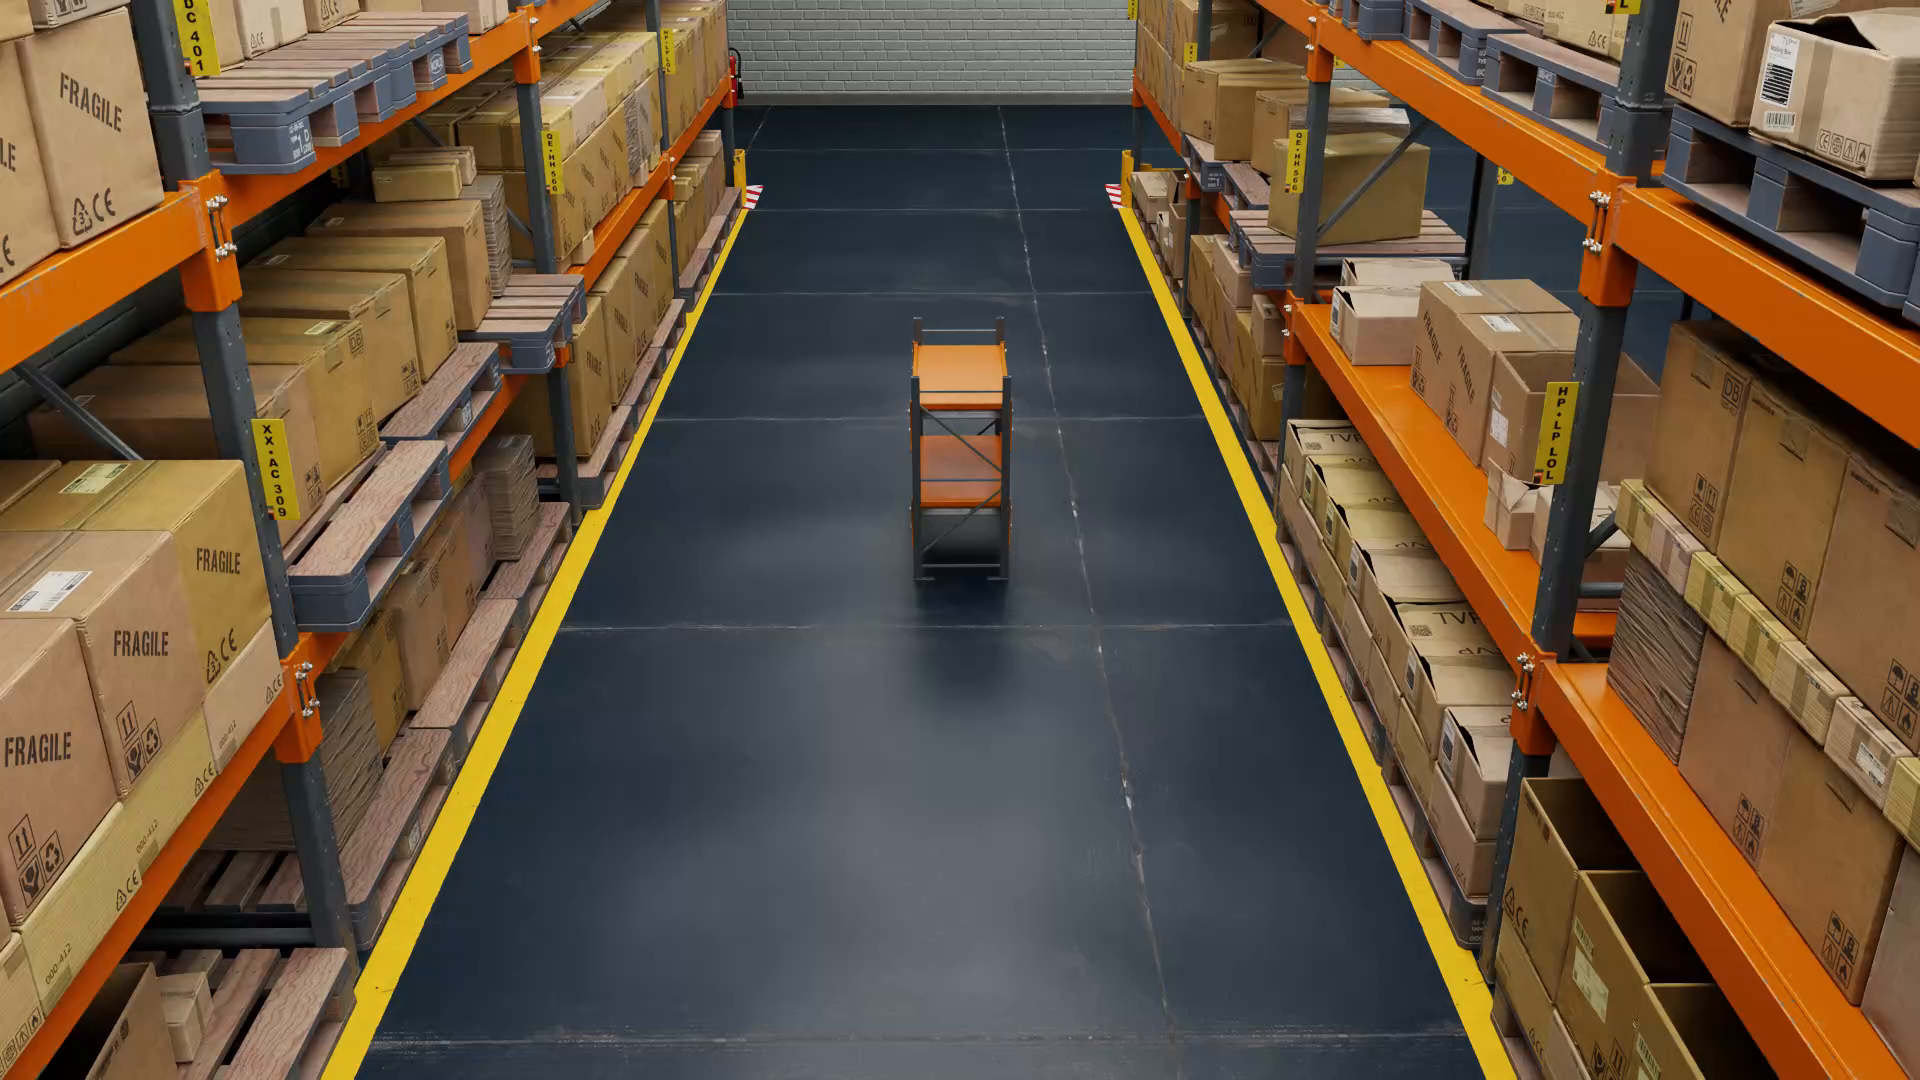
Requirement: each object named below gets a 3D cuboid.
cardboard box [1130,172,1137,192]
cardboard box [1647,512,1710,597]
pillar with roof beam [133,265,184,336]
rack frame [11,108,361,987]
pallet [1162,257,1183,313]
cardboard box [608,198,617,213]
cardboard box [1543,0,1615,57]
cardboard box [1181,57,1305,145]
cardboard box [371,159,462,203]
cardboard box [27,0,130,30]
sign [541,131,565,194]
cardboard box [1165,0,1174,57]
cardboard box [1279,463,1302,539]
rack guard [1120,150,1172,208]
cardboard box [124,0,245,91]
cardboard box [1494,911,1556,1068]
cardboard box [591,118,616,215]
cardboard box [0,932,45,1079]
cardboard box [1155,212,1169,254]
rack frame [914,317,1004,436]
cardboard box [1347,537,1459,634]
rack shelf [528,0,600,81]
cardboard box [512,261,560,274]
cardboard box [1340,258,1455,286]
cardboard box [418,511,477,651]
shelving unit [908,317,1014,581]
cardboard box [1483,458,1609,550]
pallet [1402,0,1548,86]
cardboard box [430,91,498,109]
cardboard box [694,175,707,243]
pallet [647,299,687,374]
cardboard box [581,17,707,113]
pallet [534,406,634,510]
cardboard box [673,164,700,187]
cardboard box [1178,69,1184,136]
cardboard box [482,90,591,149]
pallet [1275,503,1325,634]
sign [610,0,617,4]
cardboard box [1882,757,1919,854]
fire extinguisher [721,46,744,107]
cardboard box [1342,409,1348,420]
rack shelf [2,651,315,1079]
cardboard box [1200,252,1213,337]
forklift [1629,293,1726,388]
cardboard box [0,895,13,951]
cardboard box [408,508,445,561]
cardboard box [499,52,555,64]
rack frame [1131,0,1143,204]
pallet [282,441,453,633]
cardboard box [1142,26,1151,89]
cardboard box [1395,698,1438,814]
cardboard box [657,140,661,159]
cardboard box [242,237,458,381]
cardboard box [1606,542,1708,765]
[{"bbox_3d":[1.870,-3.507,16.290,0.380,0.149,0.250,0,24,-1],"label":"cardboard box"},{"bbox_3d":[2.152,0.039,4.615,0.380,0.149,0.250,0,24,0],"label":"cardboard box"},{"bbox_3d":[0.797,-3.673,6.450,9.100,9.000,0.400,0,24,-1],"label":"pillar with roof beam"},{"bbox_3d":[-2.614,0.189,5.192,1.000,3.000,0.127,0,24,-1],"label":"rack frame"},{"bbox_3d":[2.246,-2.144,13.734,1.003,0.211,1.213,0,24,-1],"label":"pallet"},{"bbox_3d":[-2.453,-2.231,10.824,0.380,0.149,0.250,0,24,1],"label":"cardboard box"},{"bbox_3d":[2.334,-1.805,5.633,0.500,0.250,0.500,-3,24,-6],"label":"cardboard box"},{"bbox_3d":[2.034,-3.172,11.993,0.700,0.500,0.500,-9,26,-18],"label":"cardboard box"},{"bbox_3d":[-2.605,-1.726,7.985,0.380,0.149,0.250,-4,25,-9],"label":"cardboard box"},{"bbox_3d":[-2.337,-1.483,3.890,0.500,0.500,0.500,-2,24,-5],"label":"cardboard box"},{"bbox_3d":[-2.115,-1.957,8.629,0.100,0.325,0.005,0,24,-1],"label":"sign"},{"bbox_3d":[1.974,-4.259,13.691,0.500,0.500,0.500,0,24,0],"label":"cardboard box"},{"bbox_3d":[2.008,-0.205,8.889,0.500,0.250,0.500,0,24,-1],"label":"cardboard box"},{"bbox_3d":[2.210,-3.609,16.624,1.175,0.500,0.348,0,24,-1],"label":"rack guard"},{"bbox_3d":[-2.540,-1.640,4.966,0.500,0.500,0.500,3,25,7],"label":"cardboard box"},{"bbox_3d":[2.042,1.419,5.300,0.500,0.250,0.500,0,24,-1],"label":"cardboard box"},{"bbox_3d":[-2.407,-2.271,10.125,0.500,0.500,0.500,0,24,-1],"label":"cardboard box"},{"bbox_3d":[-2.281,1.062,3.420,0.500,0.250,0.500,0,24,0],"label":"cardboard box"},{"bbox_3d":[1.954,-2.649,14.197,0.500,0.311,0.500,0,24,-1],"label":"cardboard box"},{"bbox_3d":[-0.006,-0.725,9.488,0.500,1.125,0.032,0,24,-1],"label":"rack frame"},{"bbox_3d":[2.032,0.178,7.362,0.500,0.311,0.500,-1,24,-1],"label":"cardboard box"},{"bbox_3d":[-2.679,-3.322,10.189,1.077,0.370,4.000,0,24,-1],"label":"rack shelf"},{"bbox_3d":[-2.429,-1.491,9.187,0.380,0.149,0.250,-1,24,-1],"label":"cardboard box"},{"bbox_3d":[2.256,-1.293,8.576,0.500,0.311,0.500,1,24,3],"label":"cardboard box"},{"bbox_3d":[-2.674,0.193,7.683,0.700,0.500,0.500,0,24,-1],"label":"cardboard box"},{"bbox_3d":[0.000,-0.515,9.024,0.538,1.125,1.048,0,24,-1],"label":"shelving unit"},{"bbox_3d":[2.147,-0.135,6.072,0.396,0.266,0.258,-1,24,-2],"label":"cardboard box"},{"bbox_3d":[2.408,-2.024,6.674,1.003,0.211,1.213,1,24,2],"label":"pallet"},{"bbox_3d":[-2.924,-2.390,9.479,0.500,0.250,0.500,-1,24,-2],"label":"cardboard box"},{"bbox_3d":[-2.612,-2.887,14.518,0.700,0.500,0.500,0,24,1],"label":"cardboard box"},{"bbox_3d":[-2.617,-1.520,12.354,1.003,0.211,1.213,0,24,-1],"label":"pallet"},{"bbox_3d":[-2.711,-4.069,14.242,0.980,0.700,0.700,-1,24,-3],"label":"cardboard box"},{"bbox_3d":[-2.590,-0.514,10.131,1.003,0.211,1.213,0,24,-1],"label":"pallet"},{"bbox_3d":[-2.434,-3.121,14.248,0.380,0.149,0.250,-1,24,-2],"label":"cardboard box"},{"bbox_3d":[1.990,-3.382,12.966,0.500,0.500,0.500,0,24,0],"label":"cardboard box"},{"bbox_3d":[-2.411,-2.401,9.502,0.500,0.250,0.500,-1,24,-1],"label":"cardboard box"},{"bbox_3d":[2.266,0.127,8.714,1.003,0.211,1.213,0,24,-1],"label":"pallet"},{"bbox_3d":[-3.300,-5.186,15.931,0.100,0.325,0.005,0,24,-1],"label":"sign"},{"bbox_3d":[2.170,0.574,3.433,0.380,0.149,0.250,0,24,-1],"label":"cardboard box"},{"bbox_3d":[-2.285,-4.615,16.360,0.296,0.674,0.183,0,24,-1],"label":"fire extinguisher"},{"bbox_3d":[2.566,-0.949,10.208,0.500,0.500,0.500,-1,24,-2],"label":"cardboard box"},{"bbox_3d":[-2.592,1.341,3.519,1.077,0.370,4.000,0,24,-1],"label":"rack shelf"},{"bbox_3d":[2.031,-1.773,12.029,0.500,0.500,0.500,0,24,0],"label":"cardboard box"},{"bbox_3d":[4.906,-1.780,9.629,1.130,2.935,3.031,1,24,2],"label":"forklift"},{"bbox_3d":[-2.287,0.727,3.250,0.500,0.500,0.500,0,24,1],"label":"cardboard box"},{"bbox_3d":[-2.643,-0.119,7.463,0.500,0.250,0.500,0,24,-1],"label":"cardboard box"},{"bbox_3d":[-2.933,-3.027,10.886,0.500,0.250,0.500,-1,24,-2],"label":"cardboard box"},{"bbox_3d":[2.209,-4.780,16.178,1.000,3.000,0.127,0,24,-1],"label":"rack frame"},{"bbox_3d":[-2.476,-0.039,5.930,1.003,0.211,1.213,0,24,-1],"label":"pallet"},{"bbox_3d":[1.961,-4.429,15.281,0.500,0.500,0.500,0,24,-1],"label":"cardboard box"},{"bbox_3d":[2.042,0.849,6.561,0.500,0.250,0.500,-1,24,-1],"label":"cardboard box"},{"bbox_3d":[-2.414,-2.864,12.224,0.380,0.149,0.250,0,24,0],"label":"cardboard box"},{"bbox_3d":[-2.606,-0.998,7.163,0.700,0.500,0.500,0,24,-1],"label":"cardboard box"},{"bbox_3d":[2.351,0.302,4.820,0.700,0.500,0.500,-1,24,-2],"label":"cardboard box"}]
